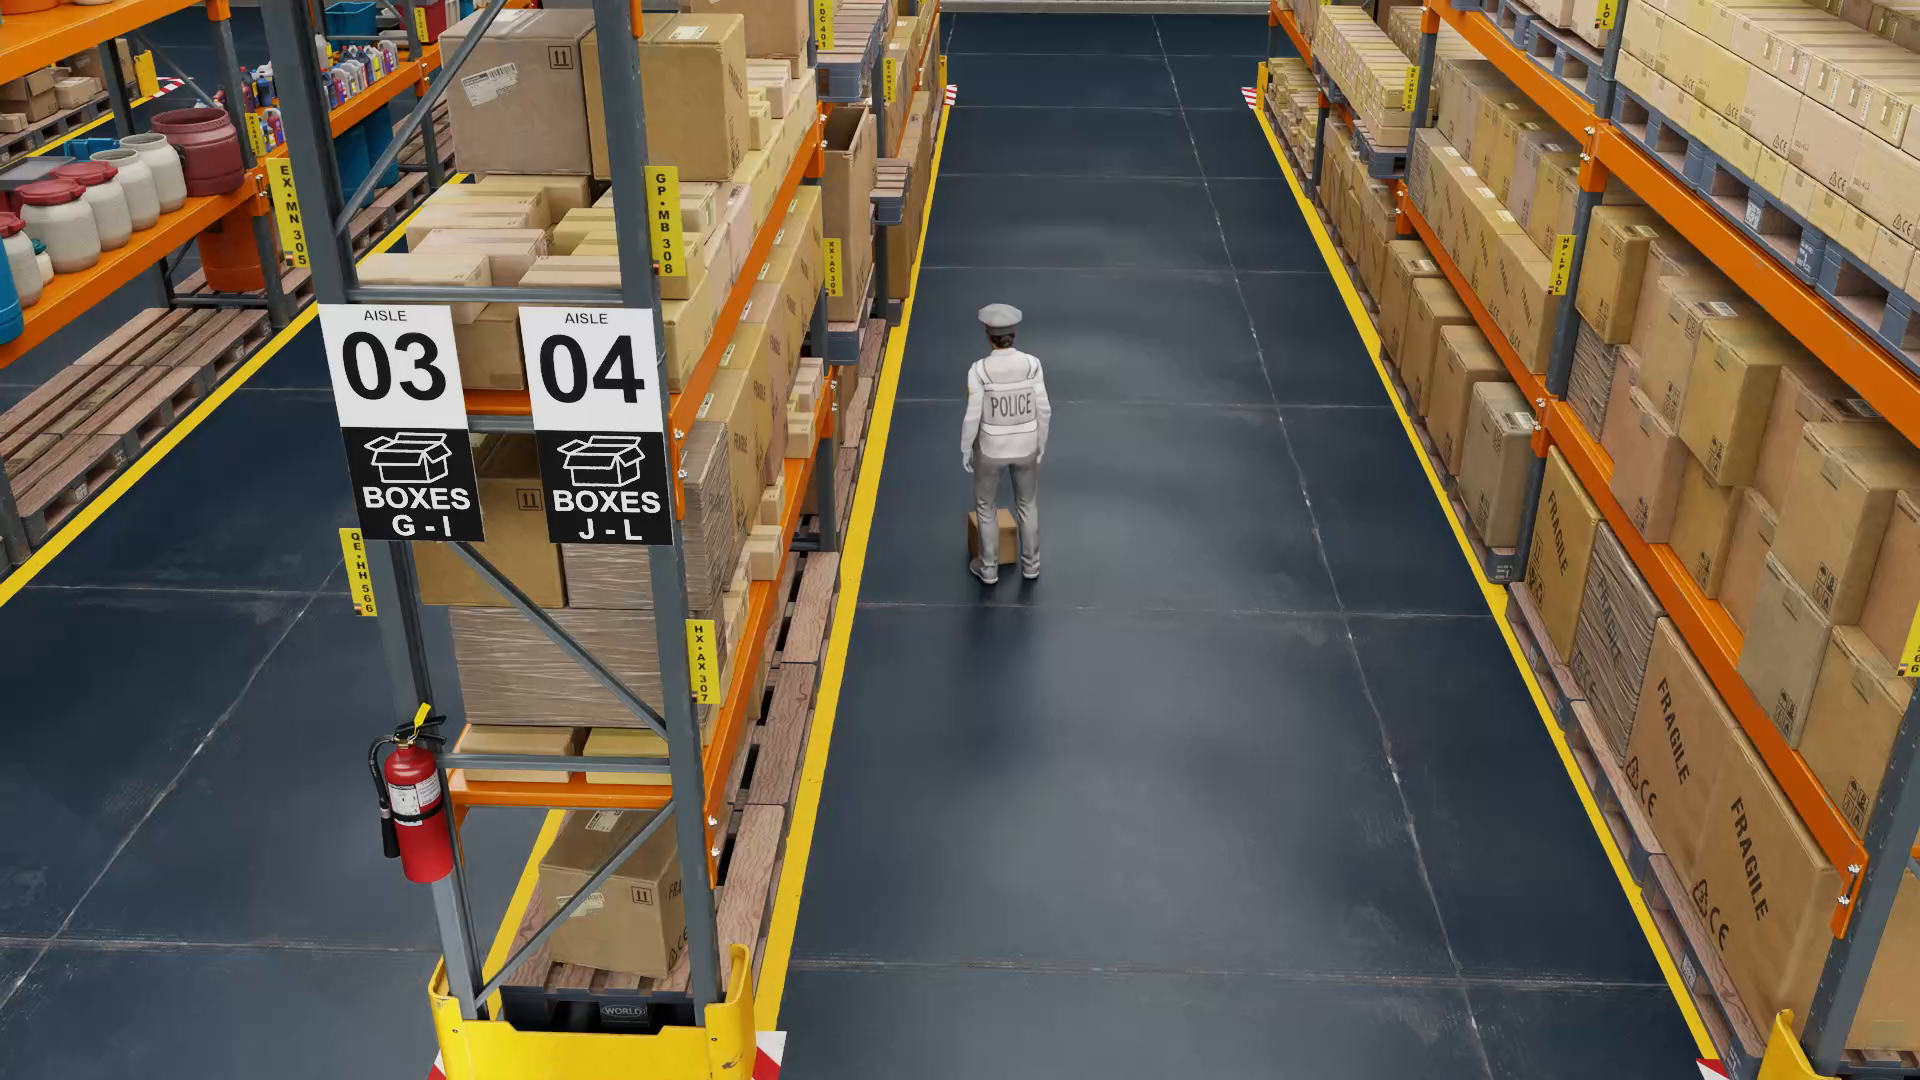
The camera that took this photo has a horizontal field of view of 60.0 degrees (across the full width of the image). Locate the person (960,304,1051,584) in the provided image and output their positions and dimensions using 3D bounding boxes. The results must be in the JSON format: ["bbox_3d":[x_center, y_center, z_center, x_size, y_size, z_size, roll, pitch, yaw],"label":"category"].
[{"bbox_3d":[0.256,-0.525,9.601,0.523,1.663,0.372,-7,29,-12],"label":"person"}]
